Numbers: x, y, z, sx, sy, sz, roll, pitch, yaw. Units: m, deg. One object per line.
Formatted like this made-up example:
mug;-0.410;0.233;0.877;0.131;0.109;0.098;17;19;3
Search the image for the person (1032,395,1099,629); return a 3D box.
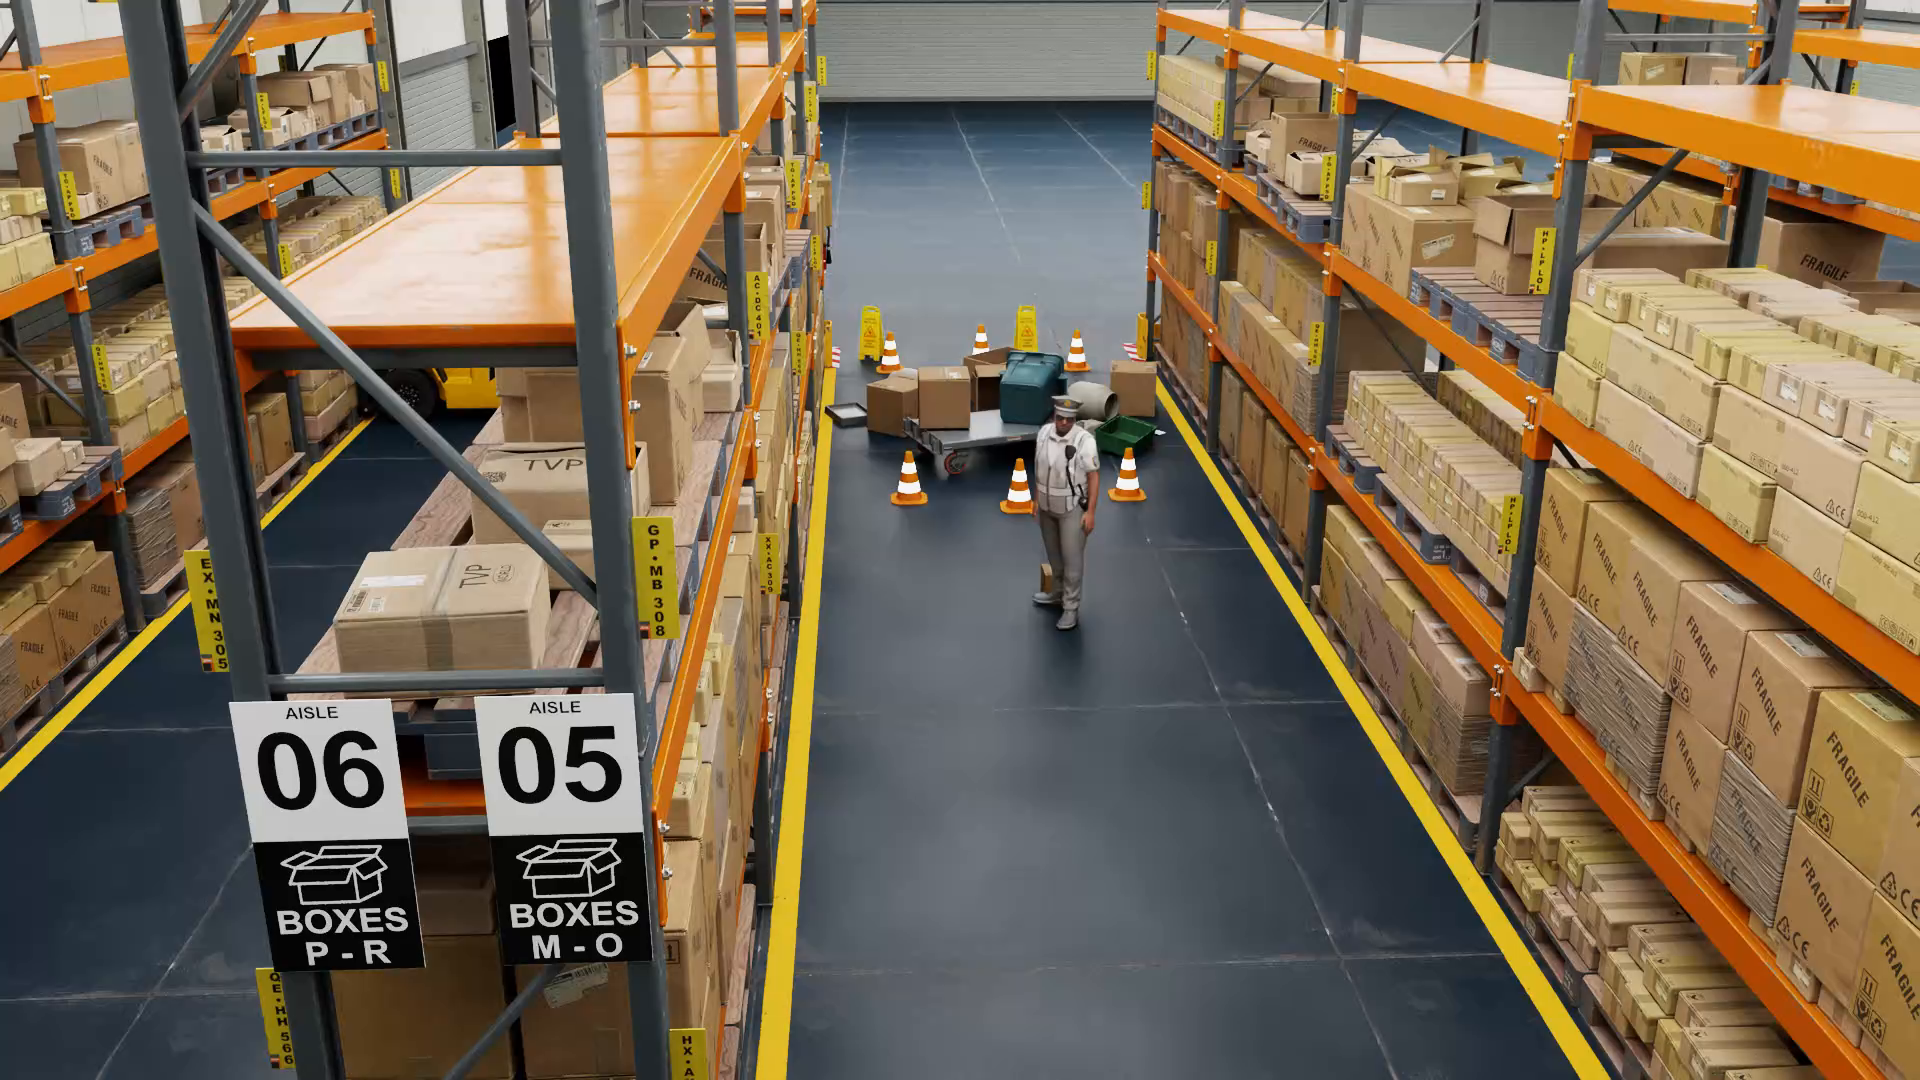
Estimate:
person;0.766;-0.258;12.586;0.575;1.753;0.546;17;26;38
